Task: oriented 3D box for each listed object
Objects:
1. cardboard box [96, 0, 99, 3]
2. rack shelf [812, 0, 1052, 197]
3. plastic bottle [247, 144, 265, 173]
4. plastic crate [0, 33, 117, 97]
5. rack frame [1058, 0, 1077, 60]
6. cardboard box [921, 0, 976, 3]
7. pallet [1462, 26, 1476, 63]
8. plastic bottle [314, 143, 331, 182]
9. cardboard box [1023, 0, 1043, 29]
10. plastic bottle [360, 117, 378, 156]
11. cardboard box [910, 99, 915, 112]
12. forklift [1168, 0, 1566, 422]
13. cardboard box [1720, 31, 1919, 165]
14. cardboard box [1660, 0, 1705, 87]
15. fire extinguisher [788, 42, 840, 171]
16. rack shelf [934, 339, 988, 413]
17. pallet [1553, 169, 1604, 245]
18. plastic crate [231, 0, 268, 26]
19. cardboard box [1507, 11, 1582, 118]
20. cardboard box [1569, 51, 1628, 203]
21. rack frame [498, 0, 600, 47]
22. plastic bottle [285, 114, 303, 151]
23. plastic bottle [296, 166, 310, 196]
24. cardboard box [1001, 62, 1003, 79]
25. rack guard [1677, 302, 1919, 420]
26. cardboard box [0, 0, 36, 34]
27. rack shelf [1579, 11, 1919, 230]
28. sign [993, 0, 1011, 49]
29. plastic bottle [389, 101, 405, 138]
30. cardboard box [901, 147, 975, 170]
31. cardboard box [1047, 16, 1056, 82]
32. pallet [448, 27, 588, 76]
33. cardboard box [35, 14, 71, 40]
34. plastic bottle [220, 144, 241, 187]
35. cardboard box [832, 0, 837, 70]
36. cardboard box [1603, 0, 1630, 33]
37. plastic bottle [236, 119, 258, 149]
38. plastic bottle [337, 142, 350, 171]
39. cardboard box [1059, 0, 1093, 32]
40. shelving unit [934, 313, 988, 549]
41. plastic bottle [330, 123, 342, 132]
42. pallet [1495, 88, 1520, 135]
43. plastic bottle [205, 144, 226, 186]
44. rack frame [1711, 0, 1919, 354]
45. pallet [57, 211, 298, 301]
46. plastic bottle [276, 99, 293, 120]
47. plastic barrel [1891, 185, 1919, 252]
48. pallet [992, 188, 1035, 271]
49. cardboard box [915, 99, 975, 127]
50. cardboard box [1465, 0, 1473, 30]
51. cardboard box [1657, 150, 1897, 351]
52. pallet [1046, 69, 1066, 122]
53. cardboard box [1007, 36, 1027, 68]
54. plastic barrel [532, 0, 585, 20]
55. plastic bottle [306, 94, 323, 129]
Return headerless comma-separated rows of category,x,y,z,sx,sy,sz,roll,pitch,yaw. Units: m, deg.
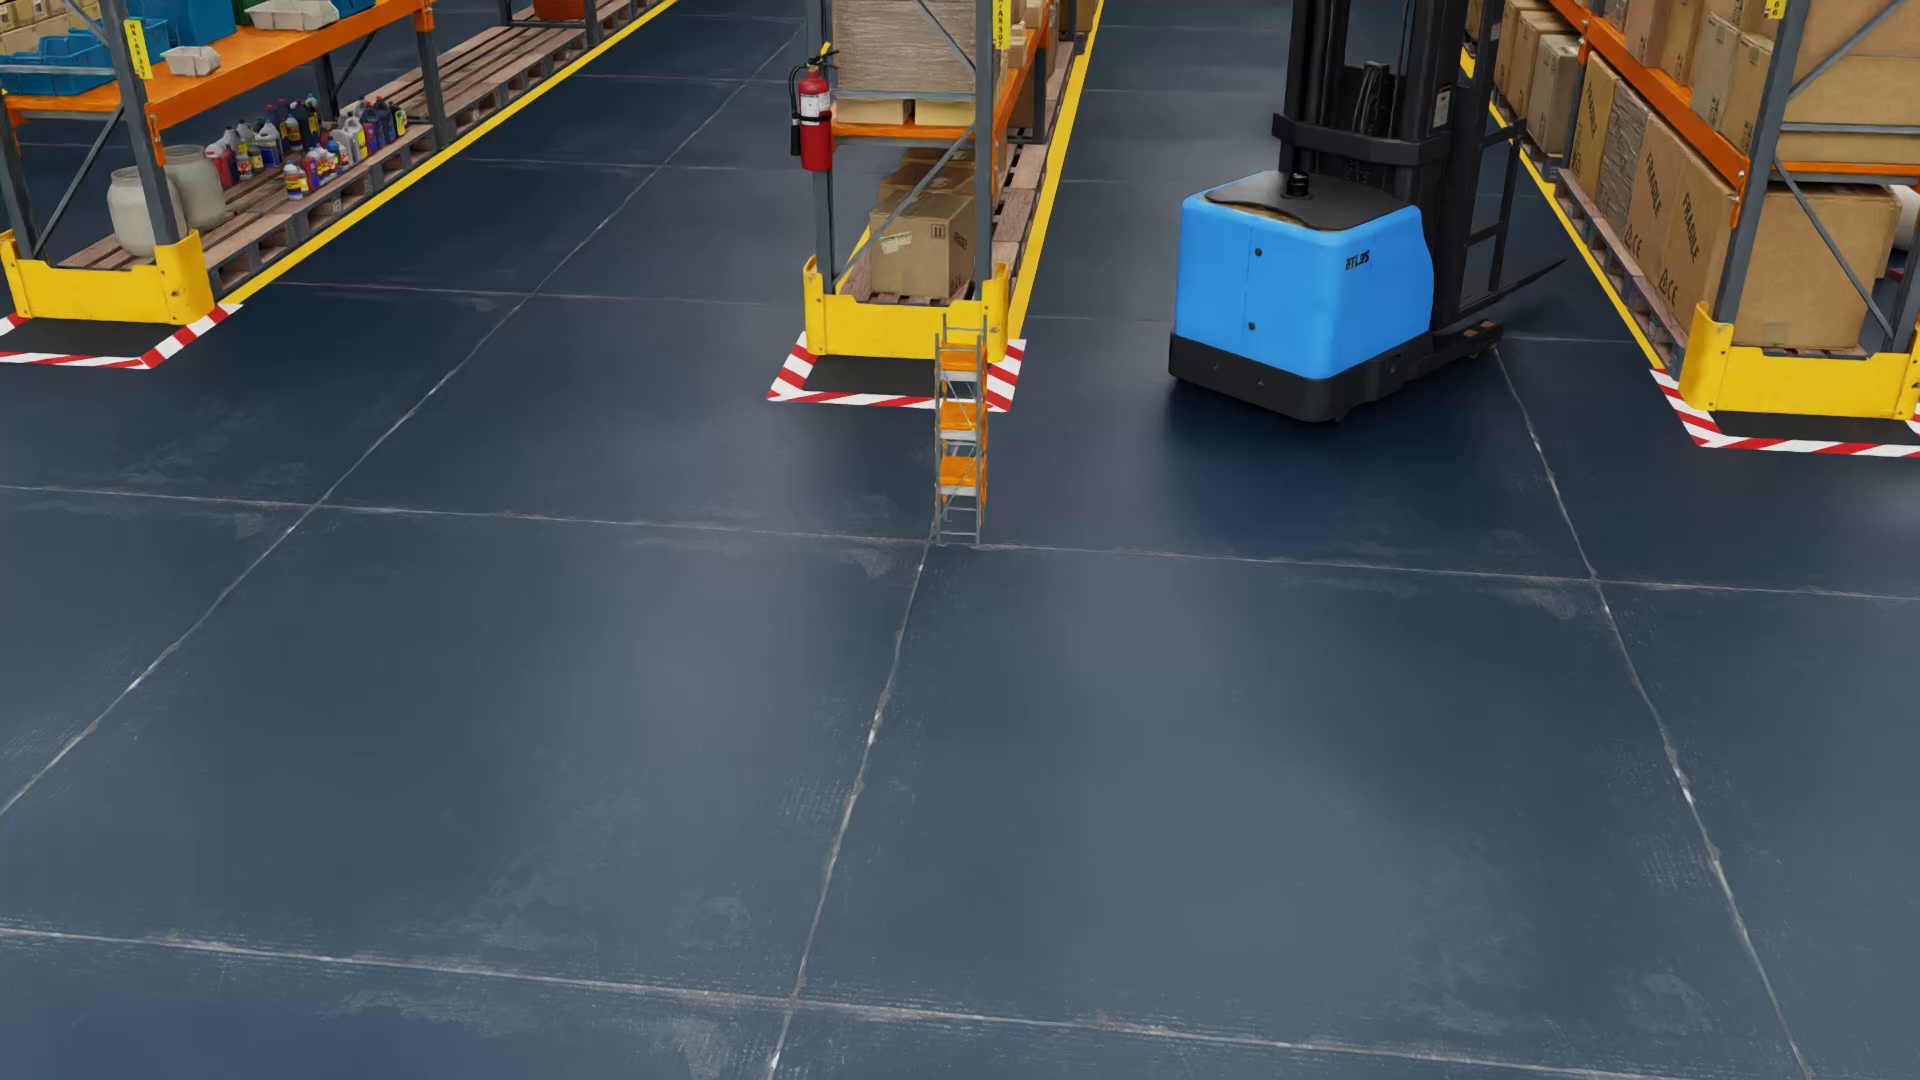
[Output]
cardboard box,-8.992,-5.728,17.084,0.500,0.311,0.500,4,29,8
rack shelf,-0.076,-3.049,11.005,1.077,0.370,4.000,3,28,6
plastic bottle,-5.230,-2.838,12.342,0.097,0.201,0.097,0,28,0
plastic crate,-5.472,-2.900,10.127,0.499,0.251,0.616,3,28,6
rack frame,0.659,-6.190,16.077,1.000,3.000,0.127,3,28,6
cardboard box,0.017,-3.283,9.207,0.500,0.500,0.500,3,28,6
pallet,5.667,-4.994,16.798,1.003,0.211,1.213,3,28,6
plastic bottle,-4.651,-2.748,12.102,0.097,0.271,0.097,0,28,0
cardboard box,0.384,-3.723,11.763,0.380,0.149,0.250,3,28,6
plastic bottle,-4.542,-3.104,12.748,0.061,0.283,0.133,5,29,10
cardboard box,-0.460,-2.578,9.637,0.380,0.149,0.250,3,28,6
forklift,2.571,-2.506,9.312,3.031,2.935,1.130,-25,37,-38
cardboard box,4.590,-2.332,8.758,0.875,0.550,0.550,3,28,6
cardboard box,4.853,-3.100,10.184,0.875,0.550,0.500,3,28,6
fire extinguisher,-0.792,-2.363,9.055,0.296,0.674,0.183,3,28,6
rack shelf,0.007,-0.728,7.418,0.215,0.259,0.240,3,28,6
pallet,4.908,-2.390,11.964,1.003,0.211,1.213,3,28,6
plastic crate,-5.193,-3.879,12.011,0.450,0.188,0.662,3,28,6
cardboard box,5.188,-3.917,13.787,1.050,0.750,0.750,3,28,6
cardboard box,4.933,-2.929,11.821,0.875,0.875,0.875,4,29,7
rack frame,-4.256,-6.478,16.612,1.000,3.000,0.127,3,28,6
plastic bottle,-5.155,-3.156,12.859,0.097,0.271,0.097,0,28,0
plastic bottle,-4.693,-2.558,11.822,0.097,0.201,0.097,0,28,0
cardboard box,0.056,-2.786,10.024,0.380,0.149,0.250,3,28,6
rack guard,4.586,-0.977,9.036,1.175,0.500,0.348,3,28,6
cardboard box,-9.177,-5.010,15.751,0.500,0.311,0.500,4,29,8
rack shelf,4.834,-2.713,10.382,1.077,0.370,4.000,3,28,6
sign,0.217,-2.774,8.824,0.100,0.325,0.005,3,28,6
plastic bottle,-4.478,-3.347,13.201,0.061,0.283,0.133,5,29,9
cardboard box,-0.093,-2.379,11.195,0.500,0.500,0.500,6,29,11
cardboard box,0.479,-4.438,14.996,0.700,0.500,0.500,6,29,10
pallet,-4.390,-4.888,16.600,1.003,0.211,1.213,3,28,6
cardboard box,-9.119,-5.001,16.326,0.500,0.250,0.500,4,29,7
plastic bottle,-5.283,-2.711,12.020,0.061,0.283,0.133,3,28,6
cardboard box,-0.284,-3.099,9.921,0.875,0.500,0.500,3,28,6
cardboard box,5.046,-3.863,11.600,0.875,0.550,0.550,3,28,6
plastic bottle,-5.333,-2.978,12.444,0.144,0.351,0.185,3,28,6
plastic bottle,-4.614,-2.861,12.385,0.097,0.201,0.097,0,28,0
cardboard box,0.764,-5.763,17.082,1.225,0.875,0.875,2,28,4
shelving unit,0.007,-0.487,7.548,0.215,1.050,0.252,3,28,6
plastic bottle,-4.707,-3.024,12.601,0.061,0.283,0.133,3,28,6
pallet,5.246,-3.687,14.372,1.003,0.211,1.213,3,28,6
plastic bottle,-5.389,-2.714,12.033,0.152,0.276,0.135,4,29,7
rack frame,4.589,-2.089,8.464,1.000,3.000,0.127,3,28,6
pallet,-5.169,-1.905,11.064,1.003,0.211,1.213,3,28,6
plastic bottle,-5.257,-3.267,12.980,0.144,0.351,0.185,4,29,8
plastic barrel,6.463,-2.214,11.413,0.421,0.421,0.512,-24,36,-37
pallet,-0.025,-2.185,11.584,1.003,0.211,1.213,3,28,6
cardboard box,-0.050,-2.434,9.370,0.380,0.149,0.250,3,28,6
cardboard box,5.458,-5.508,17.004,0.500,0.500,0.500,4,29,8
cardboard box,4.607,-1.661,9.468,0.875,0.875,0.875,4,29,6
pallet,0.410,-4.022,14.993,1.003,0.211,1.213,3,28,6
cardboard box,0.231,-3.134,10.670,0.380,0.149,0.250,3,28,6
plastic barrel,-4.213,-5.939,17.456,0.600,0.830,0.708,3,28,6
plastic bottle,-5.221,-3.463,13.428,0.097,0.271,0.097,0,28,0
